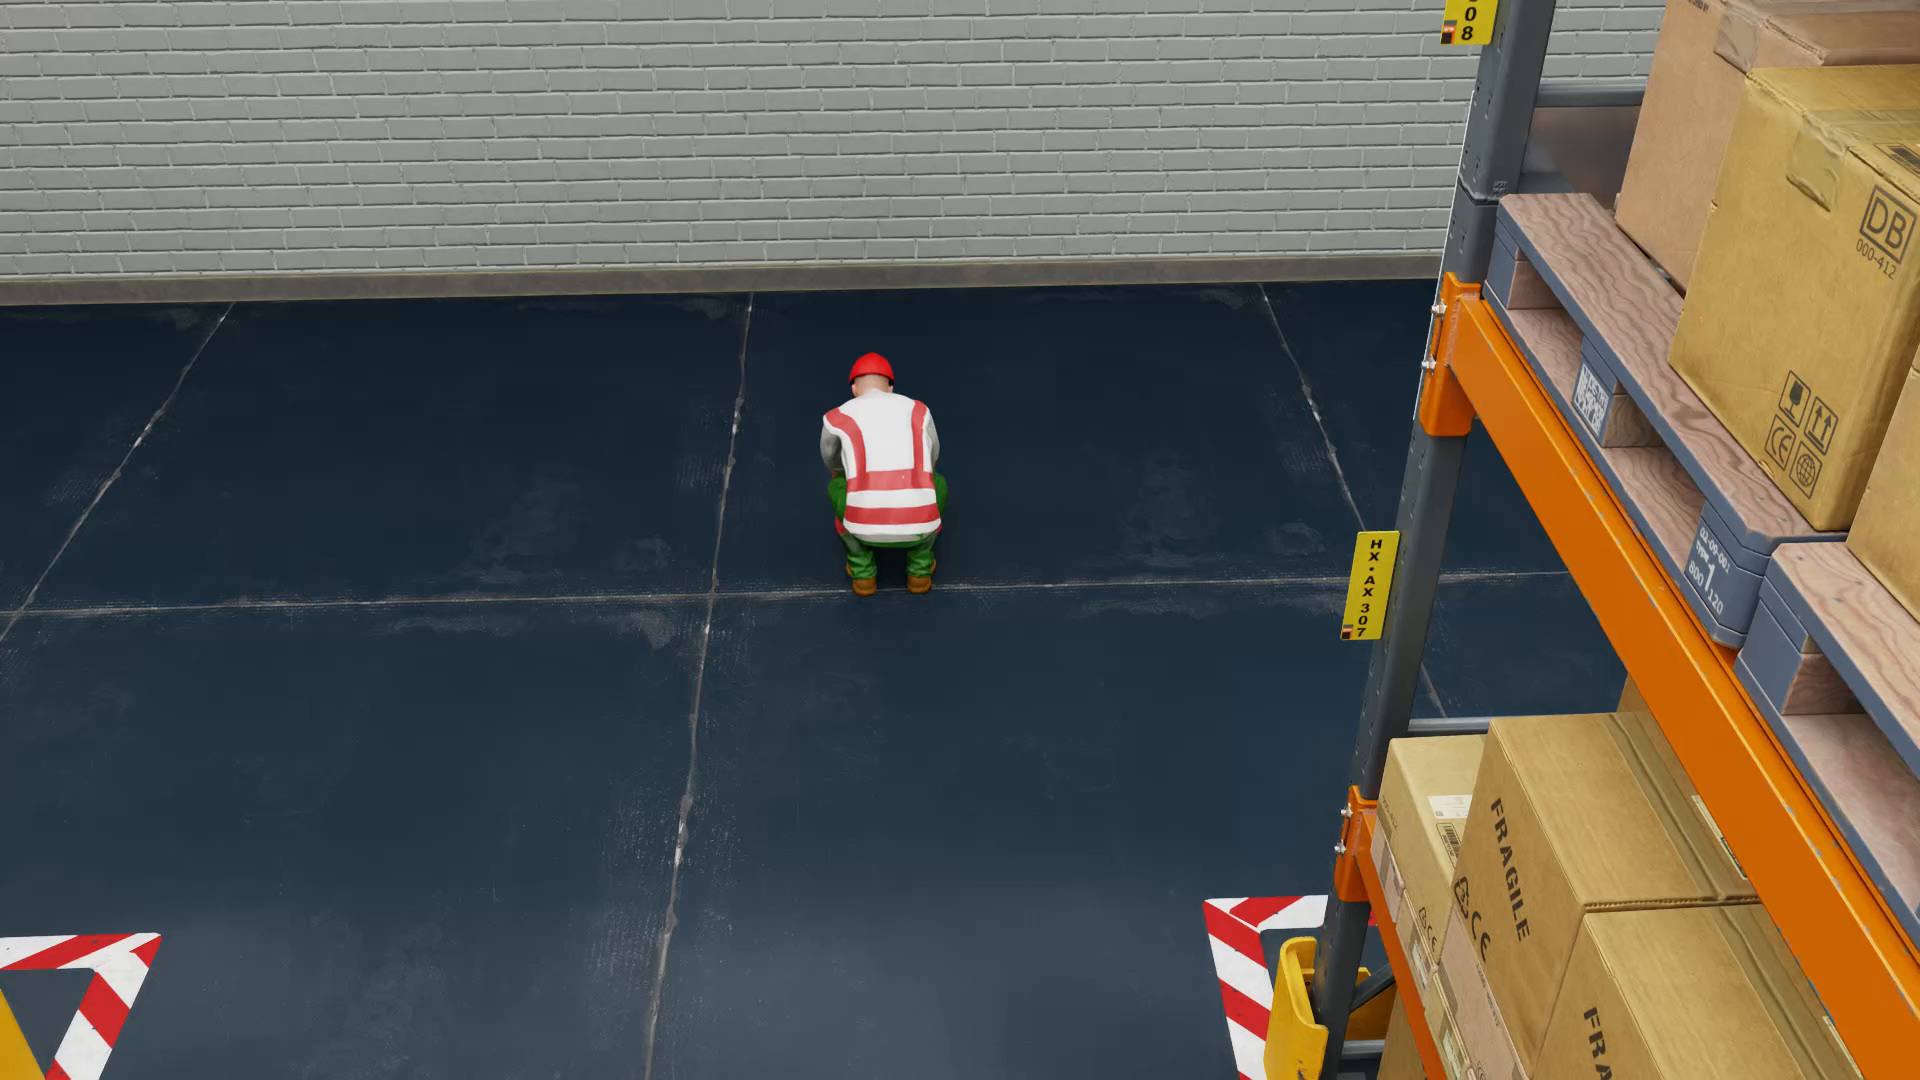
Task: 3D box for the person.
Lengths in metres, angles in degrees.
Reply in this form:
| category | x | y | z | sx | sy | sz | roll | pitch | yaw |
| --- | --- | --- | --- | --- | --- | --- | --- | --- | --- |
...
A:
| category | x | y | z | sx | sy | sz | roll | pitch | yaw |
| --- | --- | --- | --- | --- | --- | --- | --- | --- | --- |
| person | -0.332 | -0.266 | 7.316 | 0.563 | 0.878 | 0.889 | -1 | 35 | -2 |
